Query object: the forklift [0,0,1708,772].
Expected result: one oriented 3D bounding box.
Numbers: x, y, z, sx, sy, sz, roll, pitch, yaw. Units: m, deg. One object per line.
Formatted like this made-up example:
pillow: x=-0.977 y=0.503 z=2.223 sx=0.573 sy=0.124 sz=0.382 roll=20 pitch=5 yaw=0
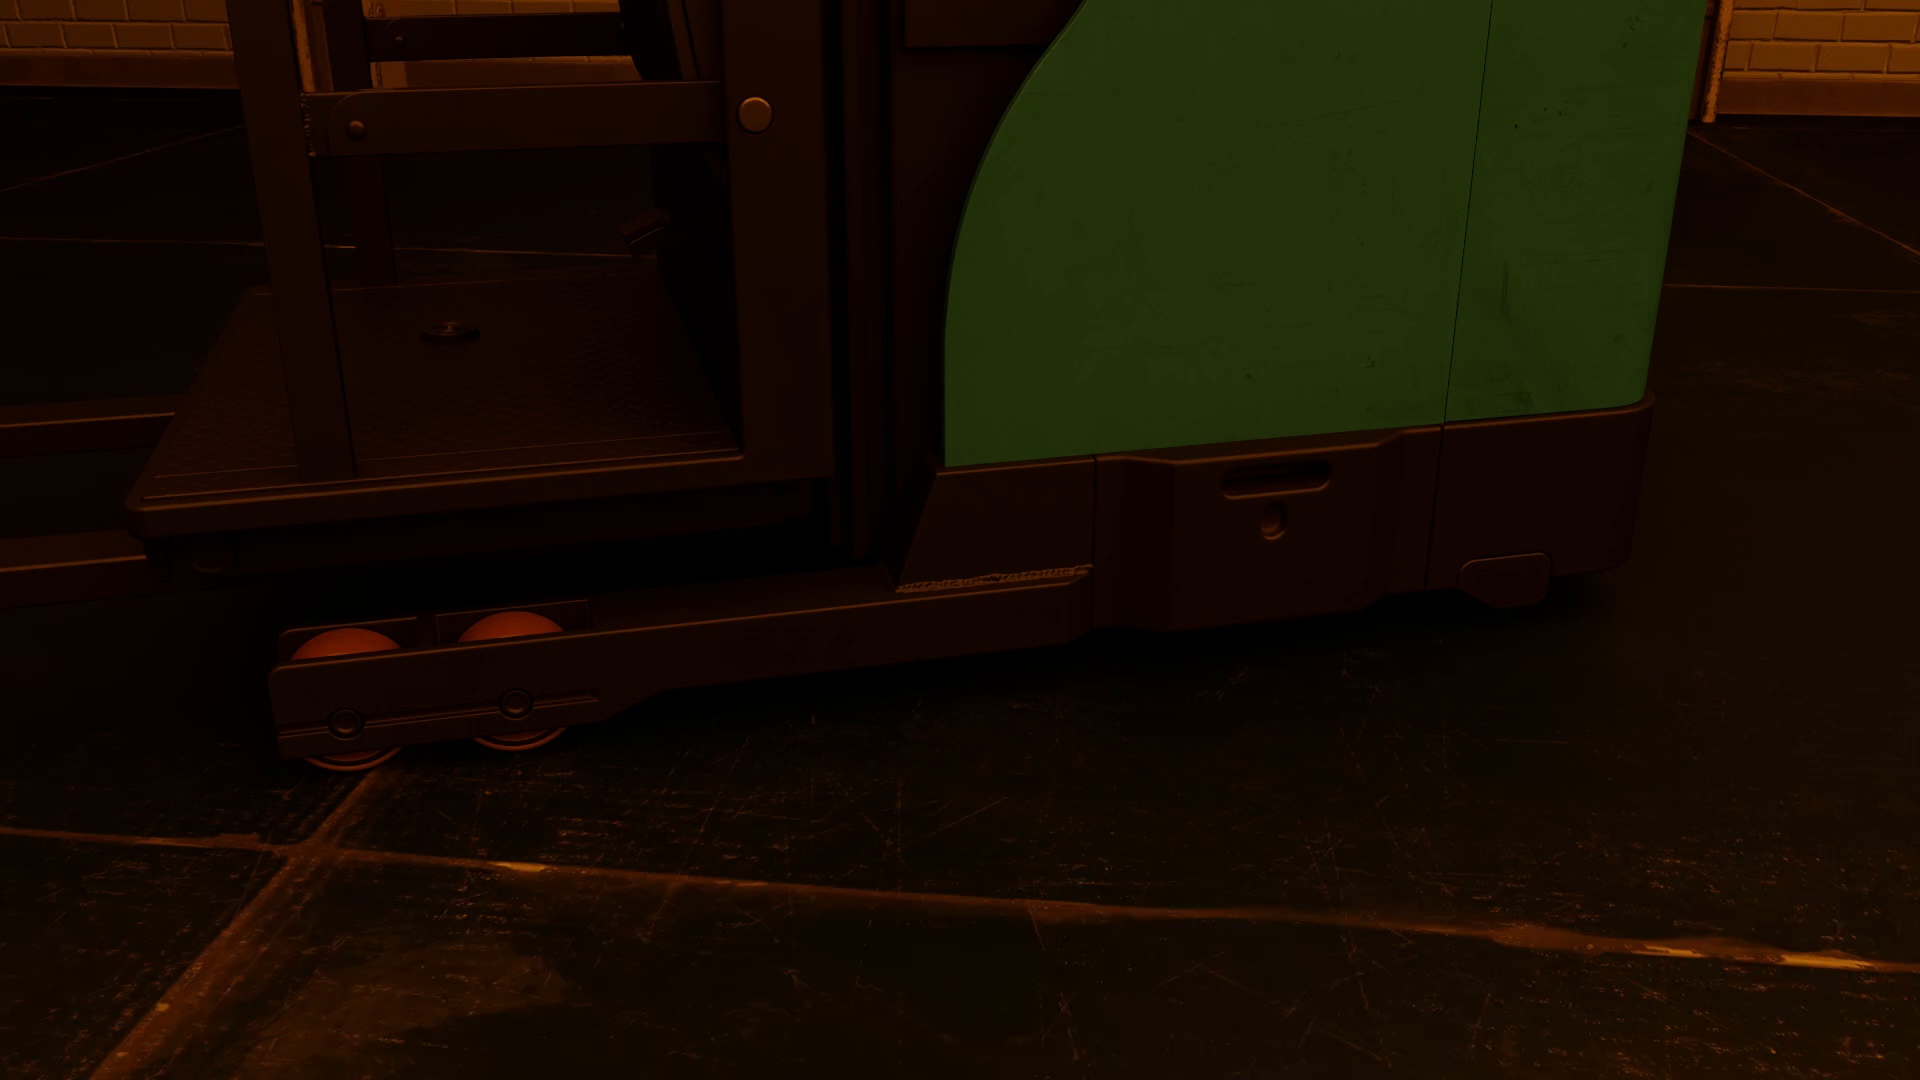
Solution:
forklift: x=-0.588 y=-1.301 z=1.985 sx=3.031 sy=2.935 sz=1.130 roll=-6 pitch=23 yaw=-14
